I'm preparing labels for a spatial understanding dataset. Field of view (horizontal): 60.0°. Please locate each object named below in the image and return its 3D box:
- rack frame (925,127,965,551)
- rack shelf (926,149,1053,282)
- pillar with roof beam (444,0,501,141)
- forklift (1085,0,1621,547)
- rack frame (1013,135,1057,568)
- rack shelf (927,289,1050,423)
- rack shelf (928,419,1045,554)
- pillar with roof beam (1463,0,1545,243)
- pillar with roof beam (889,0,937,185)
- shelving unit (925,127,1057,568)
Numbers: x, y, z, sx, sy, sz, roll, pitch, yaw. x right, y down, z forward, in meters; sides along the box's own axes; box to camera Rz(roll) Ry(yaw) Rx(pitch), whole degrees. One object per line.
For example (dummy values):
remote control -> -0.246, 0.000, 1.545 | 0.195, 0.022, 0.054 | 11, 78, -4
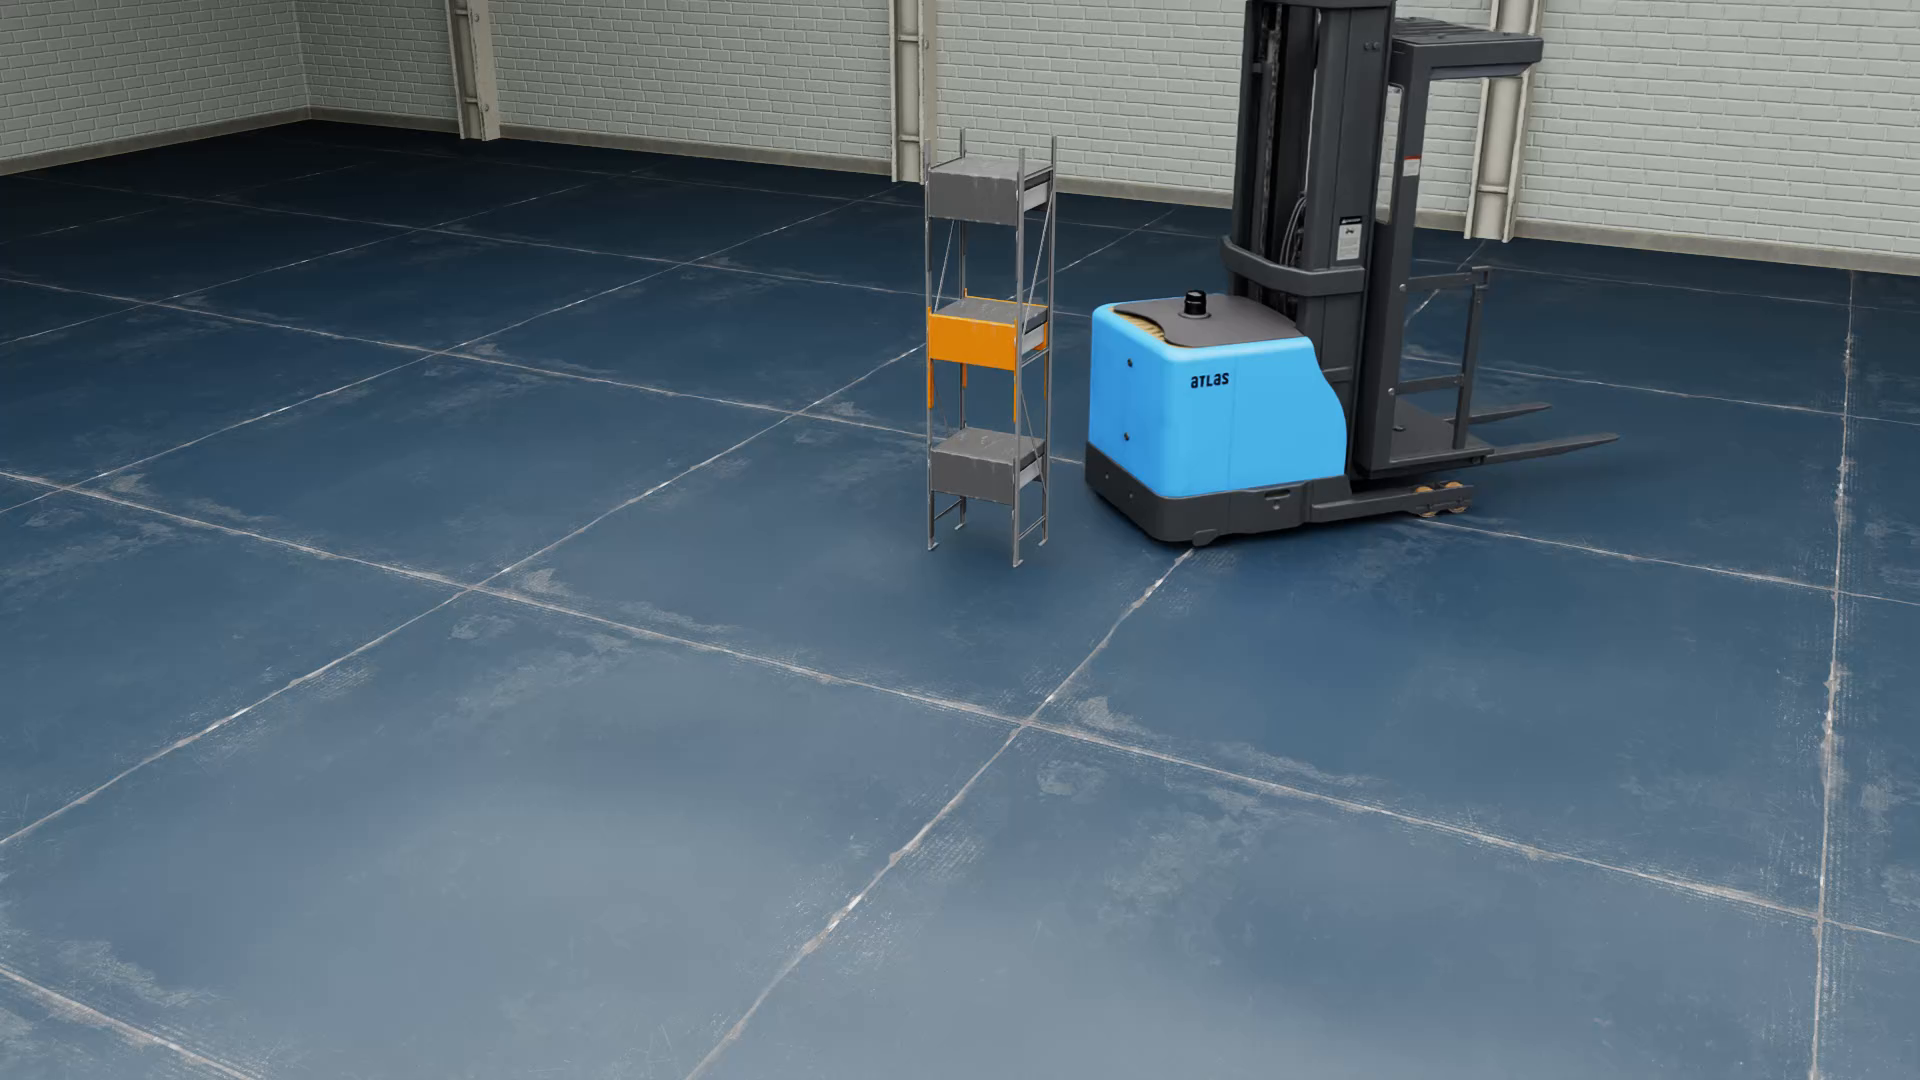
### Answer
rack frame -> -0.070, -0.980, 8.372 | 0.015, 2.100, 0.400 | 11, 25, 25
rack shelf -> 0.148, -1.569, 8.002 | 0.480, 0.518, 0.431 | 11, 25, 25
pillar with roof beam -> -7.784, -7.545, 14.993 | 0.400, 9.000, 9.100 | 11, 25, 25
forklift -> 2.274, -1.656, 8.898 | 3.031, 2.935, 1.130 | -8, 24, -18
rack frame -> 0.365, -0.894, 8.169 | 0.015, 2.100, 0.400 | 11, 25, 25
rack shelf -> 0.148, -0.924, 8.276 | 0.480, 0.518, 0.431 | 11, 25, 25
rack shelf -> 0.148, -0.280, 8.550 | 0.480, 0.518, 0.431 | 11, 25, 25
pillar with roof beam -> 2.925, -5.426, 10.011 | 0.400, 9.000, 9.100 | 11, 25, 25
pillar with roof beam -> -2.430, -6.486, 12.502 | 0.400, 9.000, 9.100 | 11, 25, 25
shelving unit -> 0.148, -0.937, 8.270 | 0.503, 2.100, 0.431 | 11, 25, 25
